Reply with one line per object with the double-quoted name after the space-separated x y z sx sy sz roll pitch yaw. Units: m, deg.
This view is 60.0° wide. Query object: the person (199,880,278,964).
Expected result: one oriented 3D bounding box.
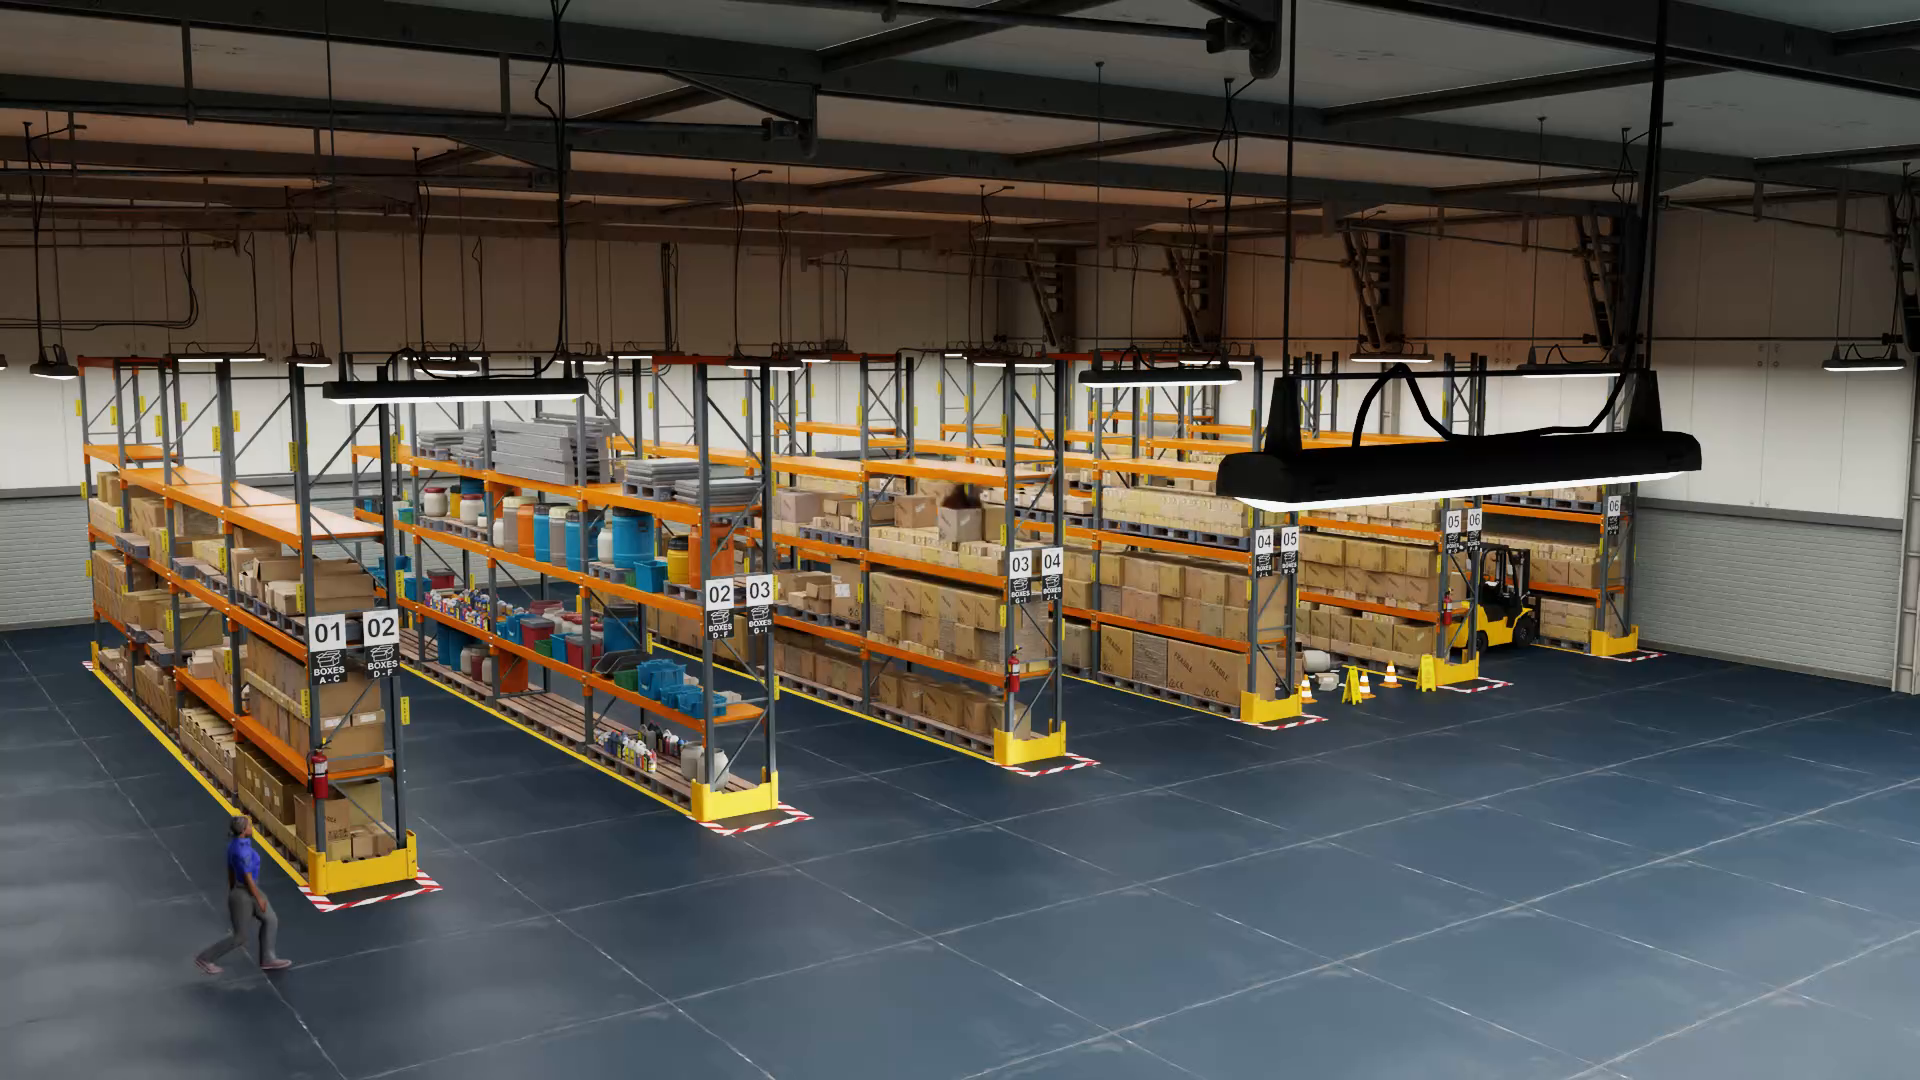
-7.190 3.815 16.566 0.703 0.905 0.386 -1 7 -12 "person"
